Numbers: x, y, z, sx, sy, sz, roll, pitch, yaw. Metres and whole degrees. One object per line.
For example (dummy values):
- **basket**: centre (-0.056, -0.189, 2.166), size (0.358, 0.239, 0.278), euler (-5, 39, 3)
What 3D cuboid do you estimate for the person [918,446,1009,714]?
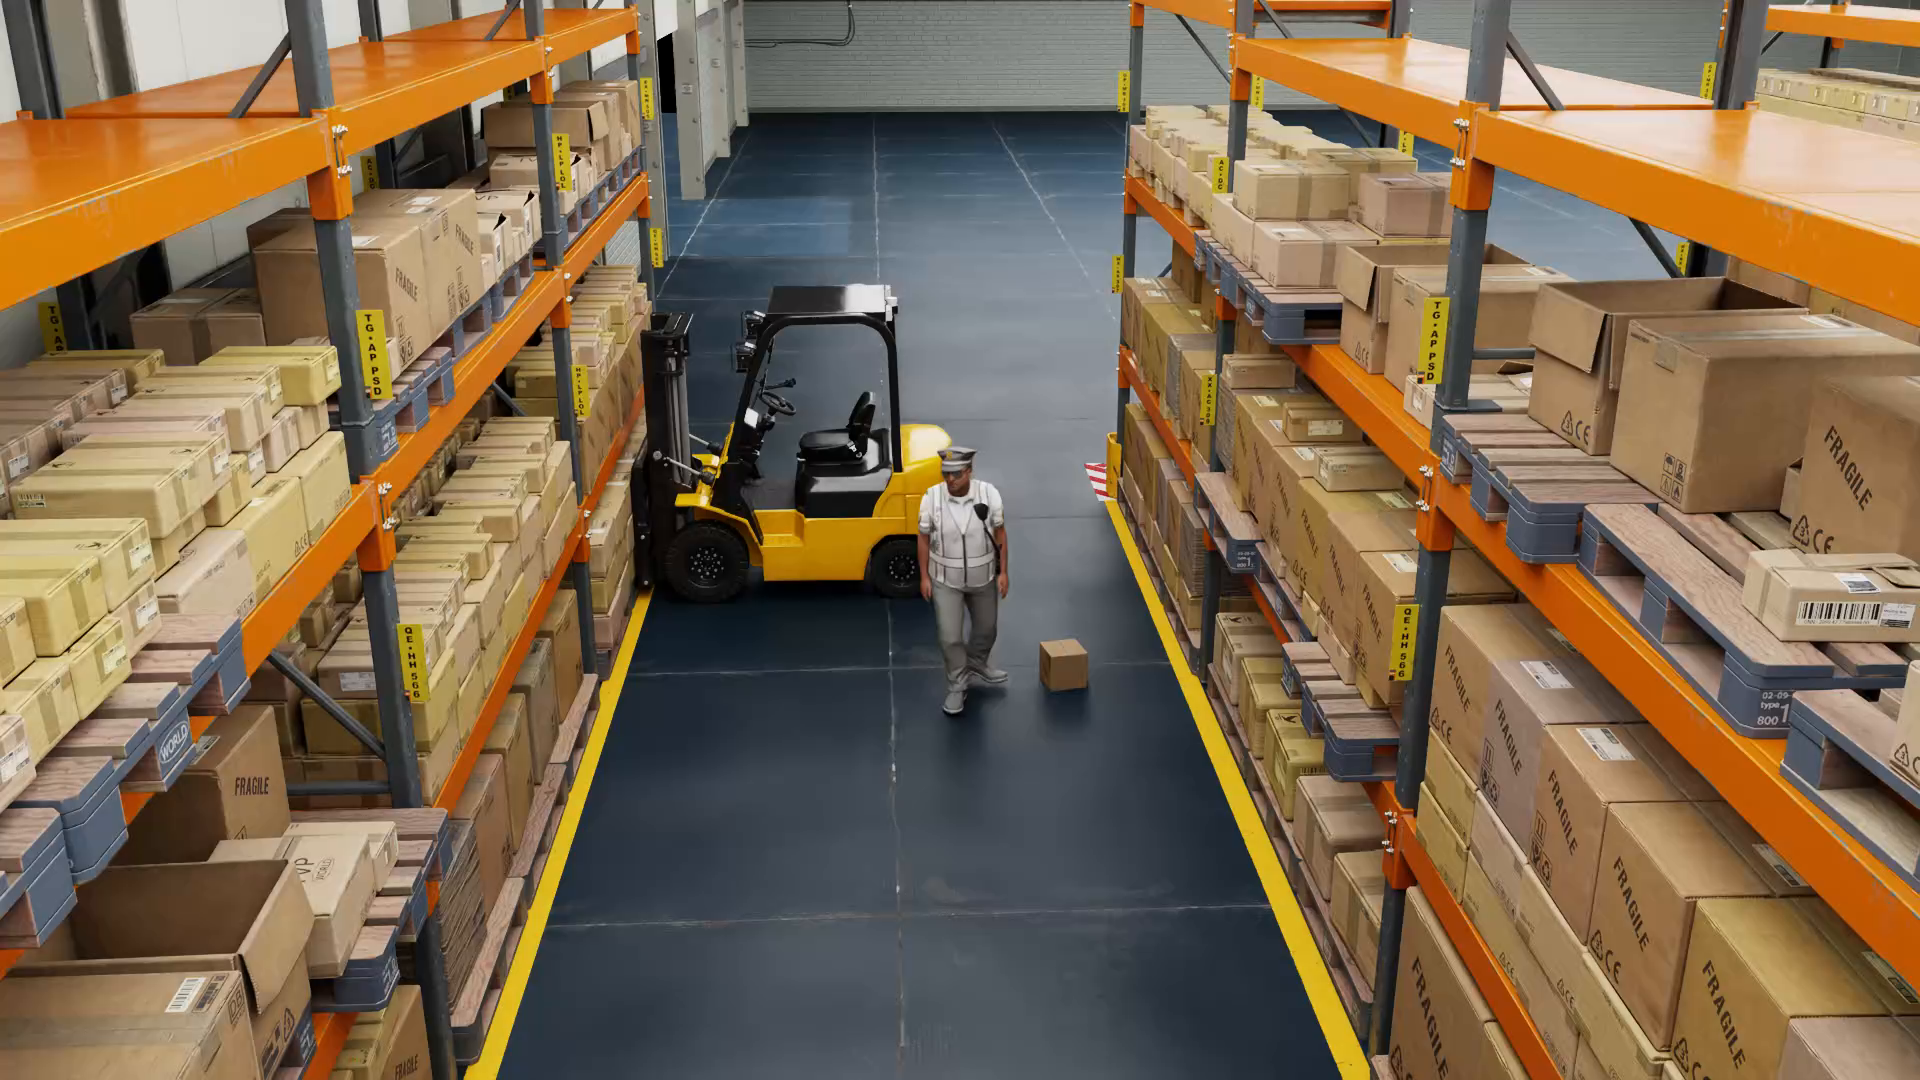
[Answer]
- **person**: centre (0.031, 0.198, 10.530), size (0.602, 1.736, 0.593), euler (-2, 20, -5)
